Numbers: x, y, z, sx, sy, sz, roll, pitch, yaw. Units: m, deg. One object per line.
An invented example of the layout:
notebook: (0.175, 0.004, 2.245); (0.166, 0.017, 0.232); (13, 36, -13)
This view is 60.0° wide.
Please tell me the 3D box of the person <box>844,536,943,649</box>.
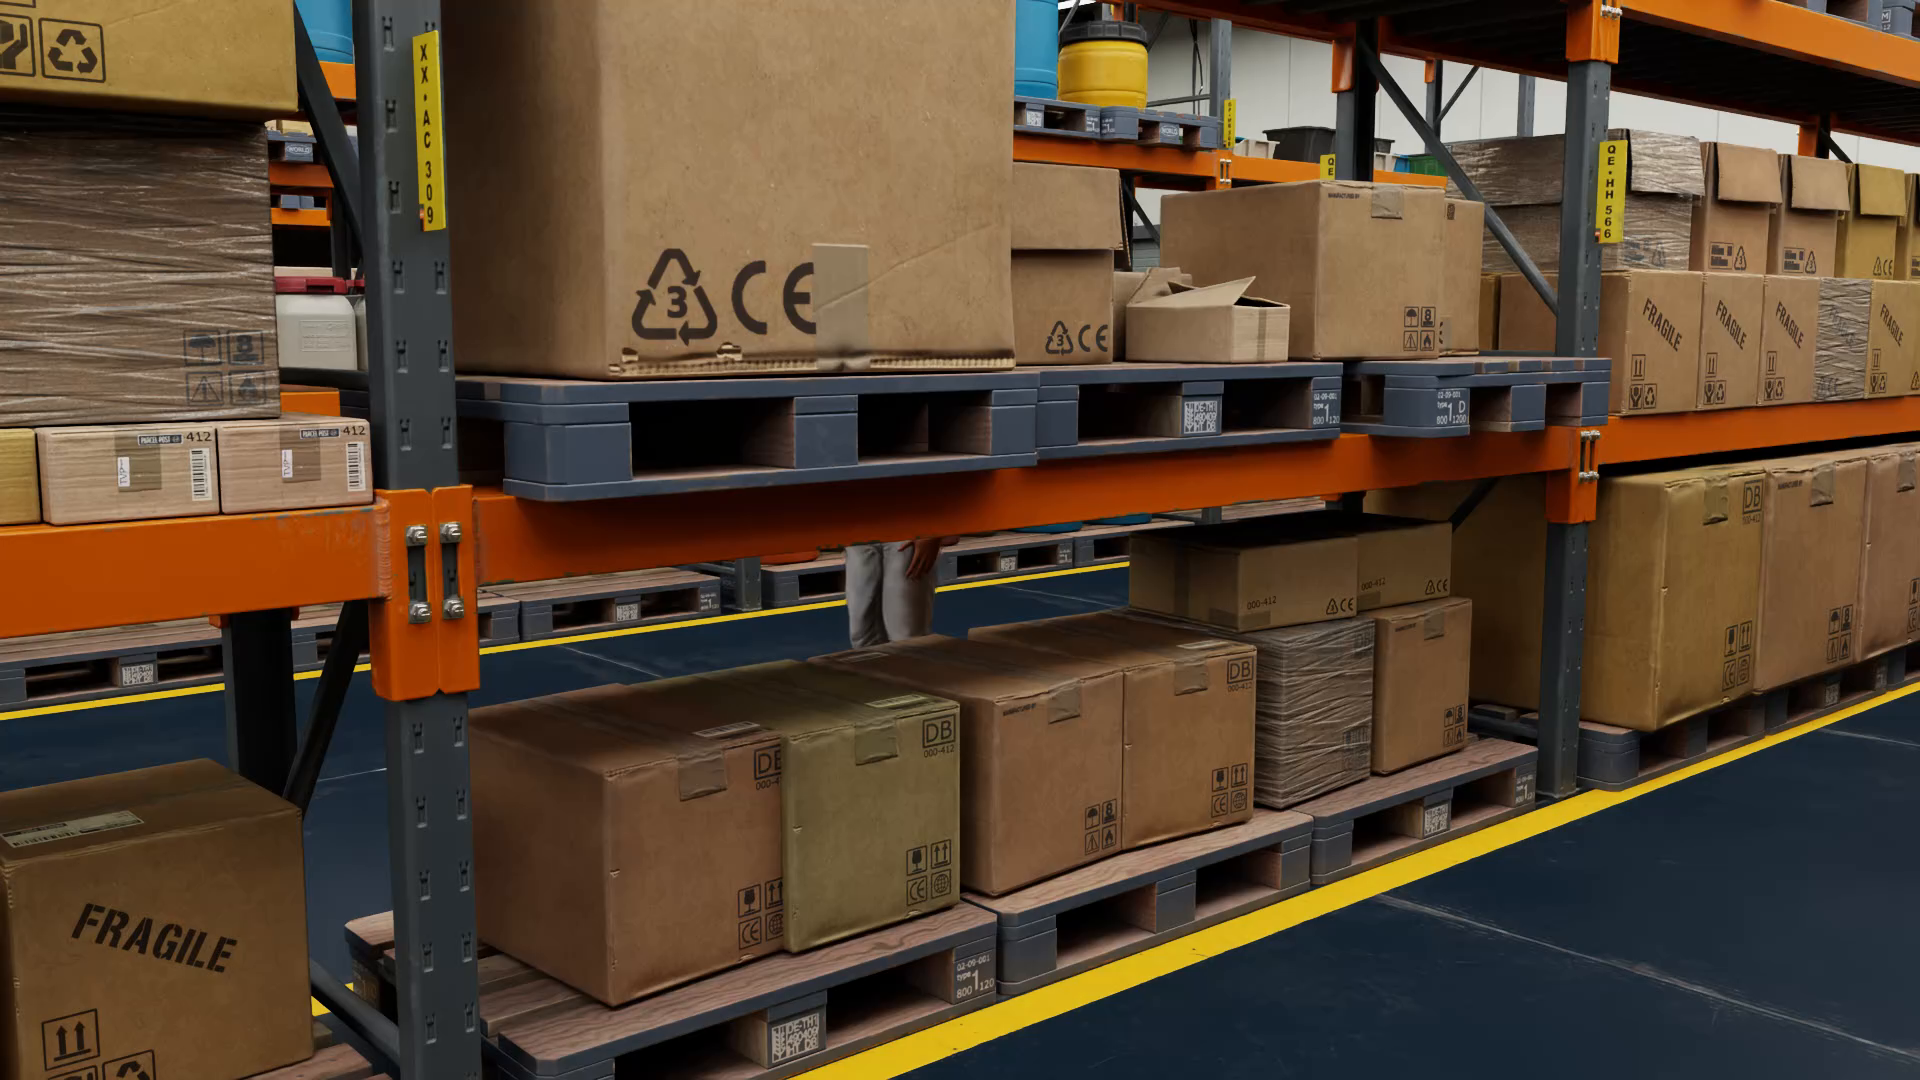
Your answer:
person: (-0.220, -0.031, 5.981); (0.379, 1.758, 0.571); (-6, 10, -40)
